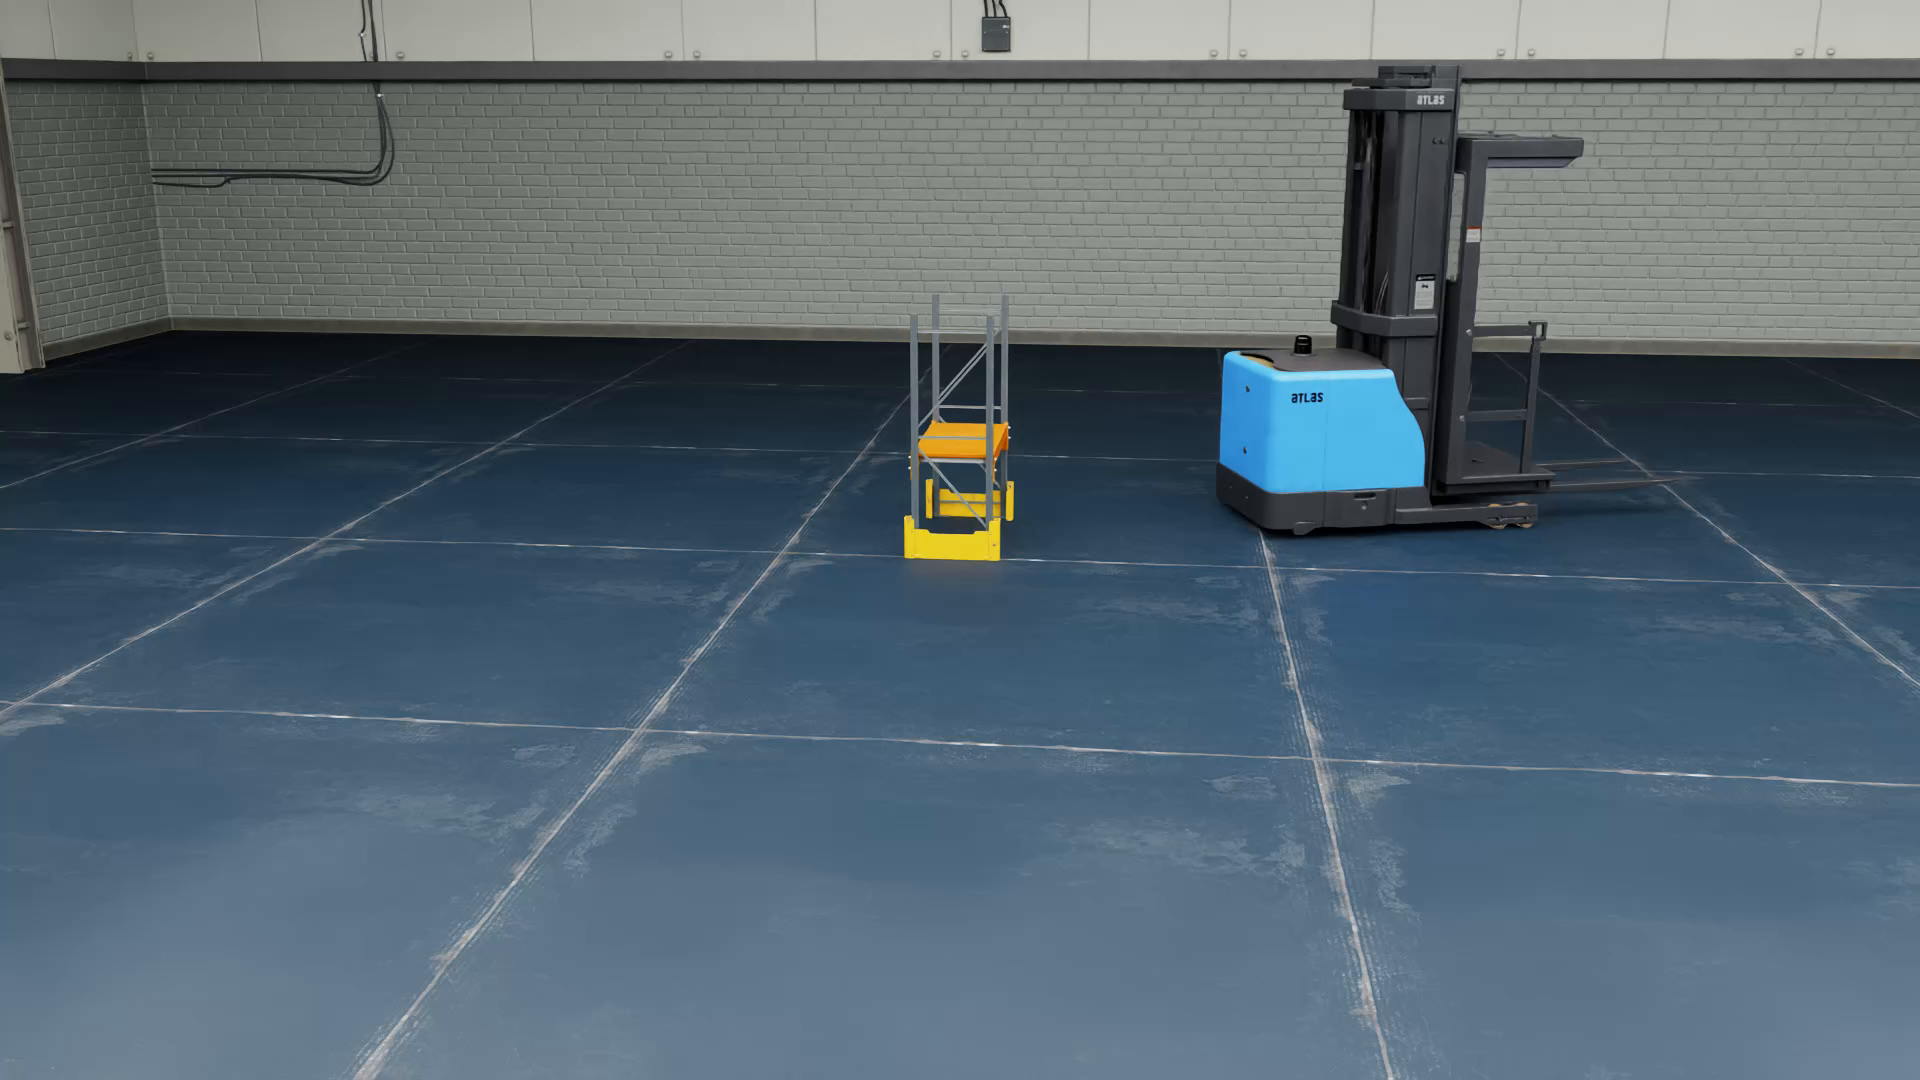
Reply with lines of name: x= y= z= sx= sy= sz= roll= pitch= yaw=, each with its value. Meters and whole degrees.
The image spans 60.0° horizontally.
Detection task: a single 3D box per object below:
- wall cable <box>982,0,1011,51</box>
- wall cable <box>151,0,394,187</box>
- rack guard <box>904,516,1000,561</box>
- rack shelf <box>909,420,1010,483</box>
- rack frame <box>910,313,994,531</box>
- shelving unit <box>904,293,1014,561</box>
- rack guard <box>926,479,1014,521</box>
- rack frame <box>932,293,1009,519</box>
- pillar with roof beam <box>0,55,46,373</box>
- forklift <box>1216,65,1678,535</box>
wall cable: x=1.385 y=-8.179 z=17.156 sx=2.305 sy=6.003 sz=0.169 roll=2 pitch=15 yaw=6
wall cable: x=-8.046 y=-5.323 z=19.055 sx=3.097 sy=2.526 sz=0.112 roll=2 pitch=15 yaw=6
rack guard: x=-0.048 y=-0.011 z=10.225 sx=0.587 sy=0.250 sz=0.087 roll=2 pitch=15 yaw=6
rack shelf: x=0.010 y=-0.572 z=10.595 sx=0.538 sy=0.185 sz=1.000 roll=2 pitch=15 yaw=6
rack frame: x=-0.048 y=-0.614 z=10.061 sx=0.500 sy=1.500 sz=0.032 roll=2 pitch=15 yaw=6
shelving unit: x=0.009 y=-0.744 z=10.539 sx=0.587 sy=1.500 sz=1.083 roll=2 pitch=15 yaw=6
rack guard: x=0.065 y=-0.270 z=11.180 sx=0.587 sy=0.250 sz=0.087 roll=2 pitch=15 yaw=6
rack frame: x=0.067 y=-0.878 z=11.036 sx=0.500 sy=1.500 sz=0.032 roll=2 pitch=15 yaw=6
pillar with roof beam: x=-5.415 y=-5.970 z=15.499 sx=9.100 sy=9.000 sz=0.400 roll=2 pitch=15 yaw=6
forklift: x=3.342 y=-1.617 z=11.027 sx=3.031 sy=2.935 sz=1.130 roll=-3 pitch=15 yaw=-11
